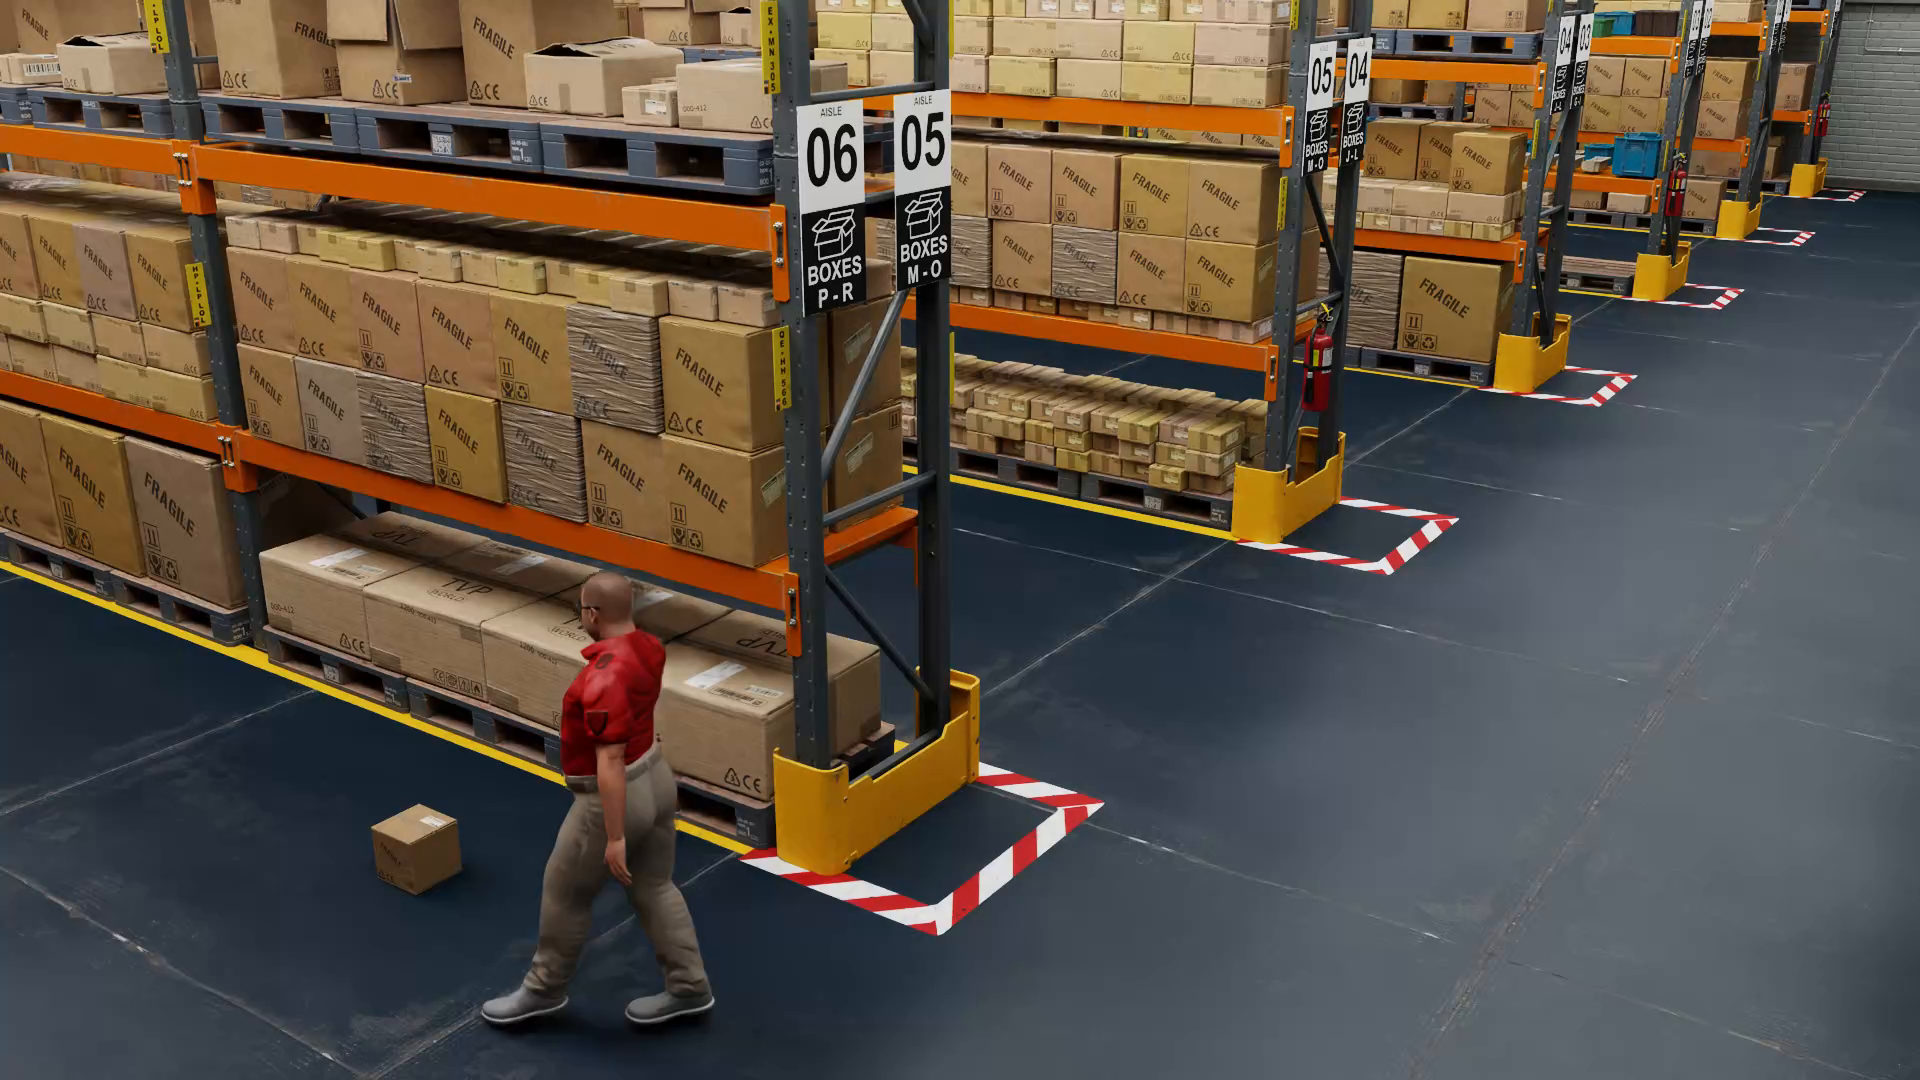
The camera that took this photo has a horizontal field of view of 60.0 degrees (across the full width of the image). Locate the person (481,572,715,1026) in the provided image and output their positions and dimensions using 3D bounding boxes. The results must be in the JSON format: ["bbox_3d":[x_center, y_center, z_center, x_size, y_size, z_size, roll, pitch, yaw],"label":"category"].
[{"bbox_3d":[-1.316,0.933,5.963,0.829,1.696,0.641,6,20,15],"label":"person"}]
